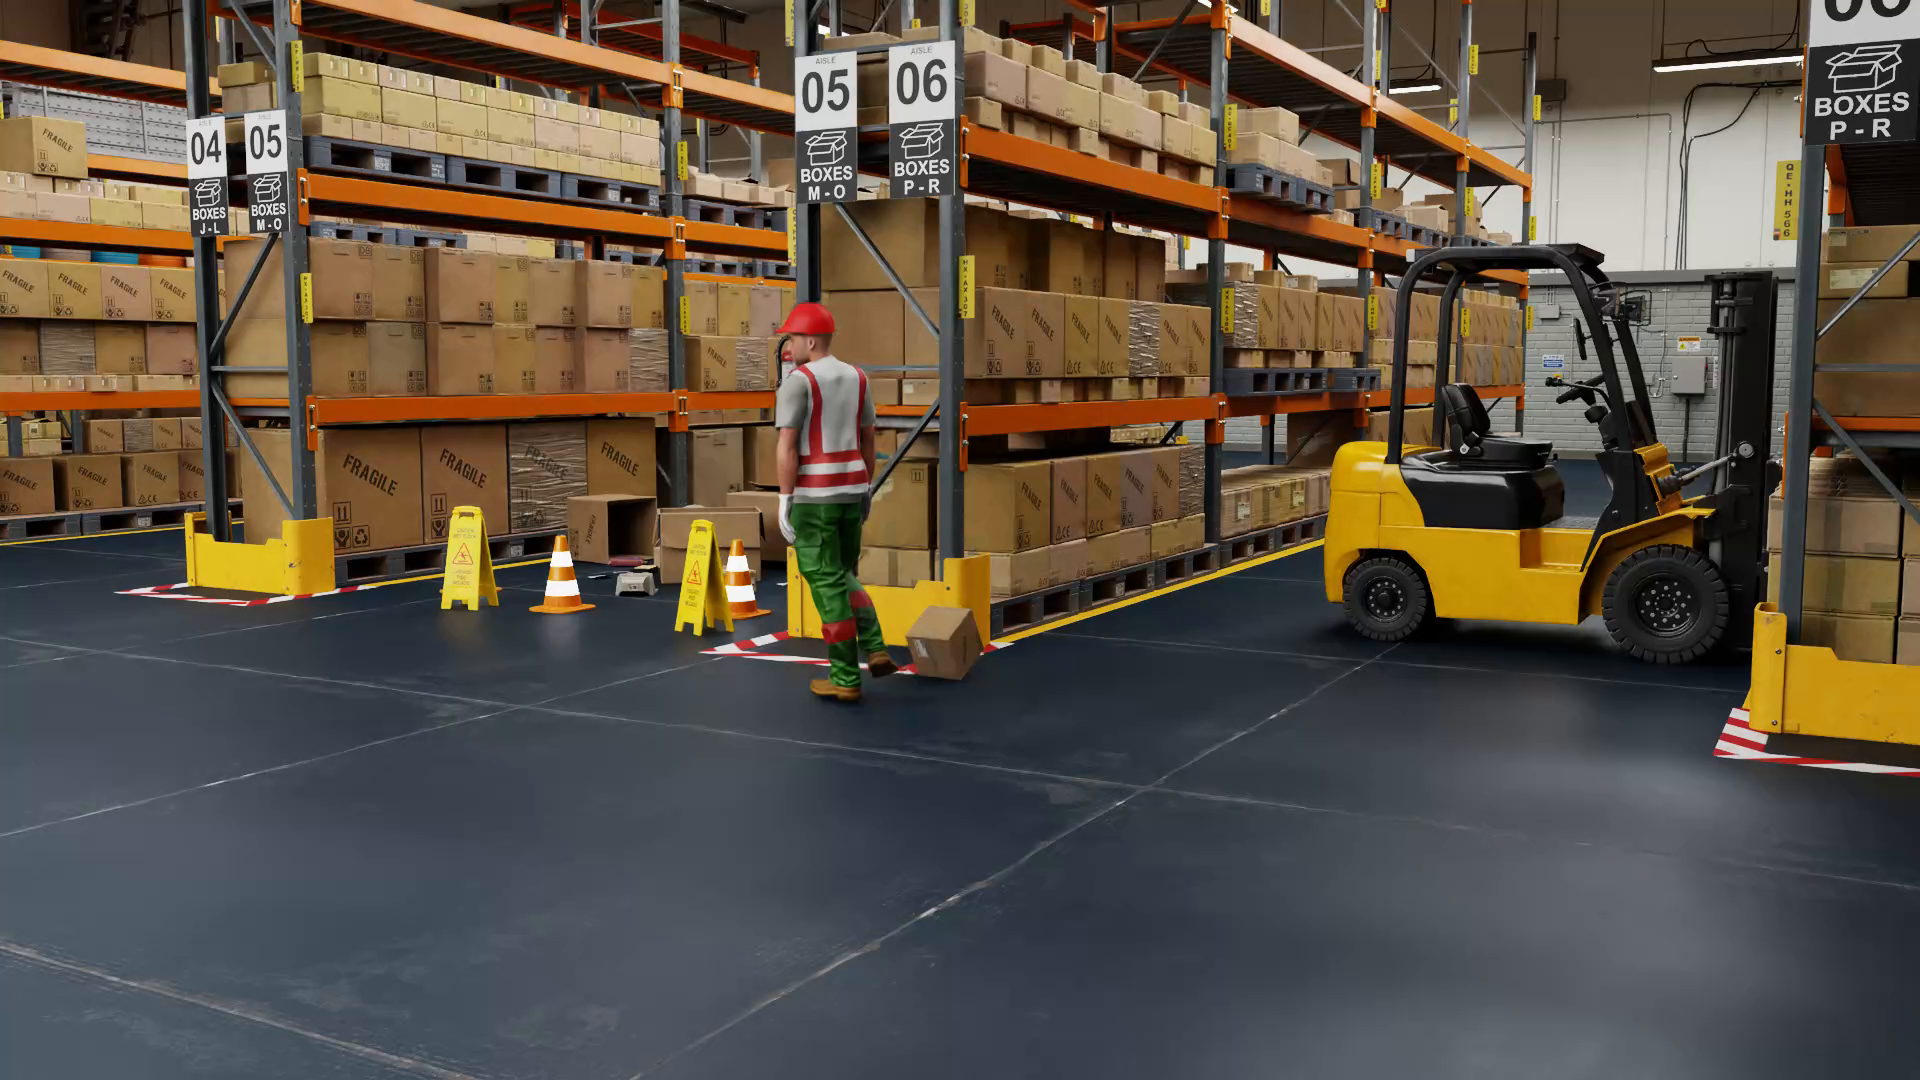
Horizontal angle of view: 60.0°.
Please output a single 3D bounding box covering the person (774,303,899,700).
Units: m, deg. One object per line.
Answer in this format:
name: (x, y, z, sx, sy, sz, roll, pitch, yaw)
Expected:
person: (-0.587, -0.182, 7.548, 0.435, 1.775, 0.672, 5, 8, 43)
